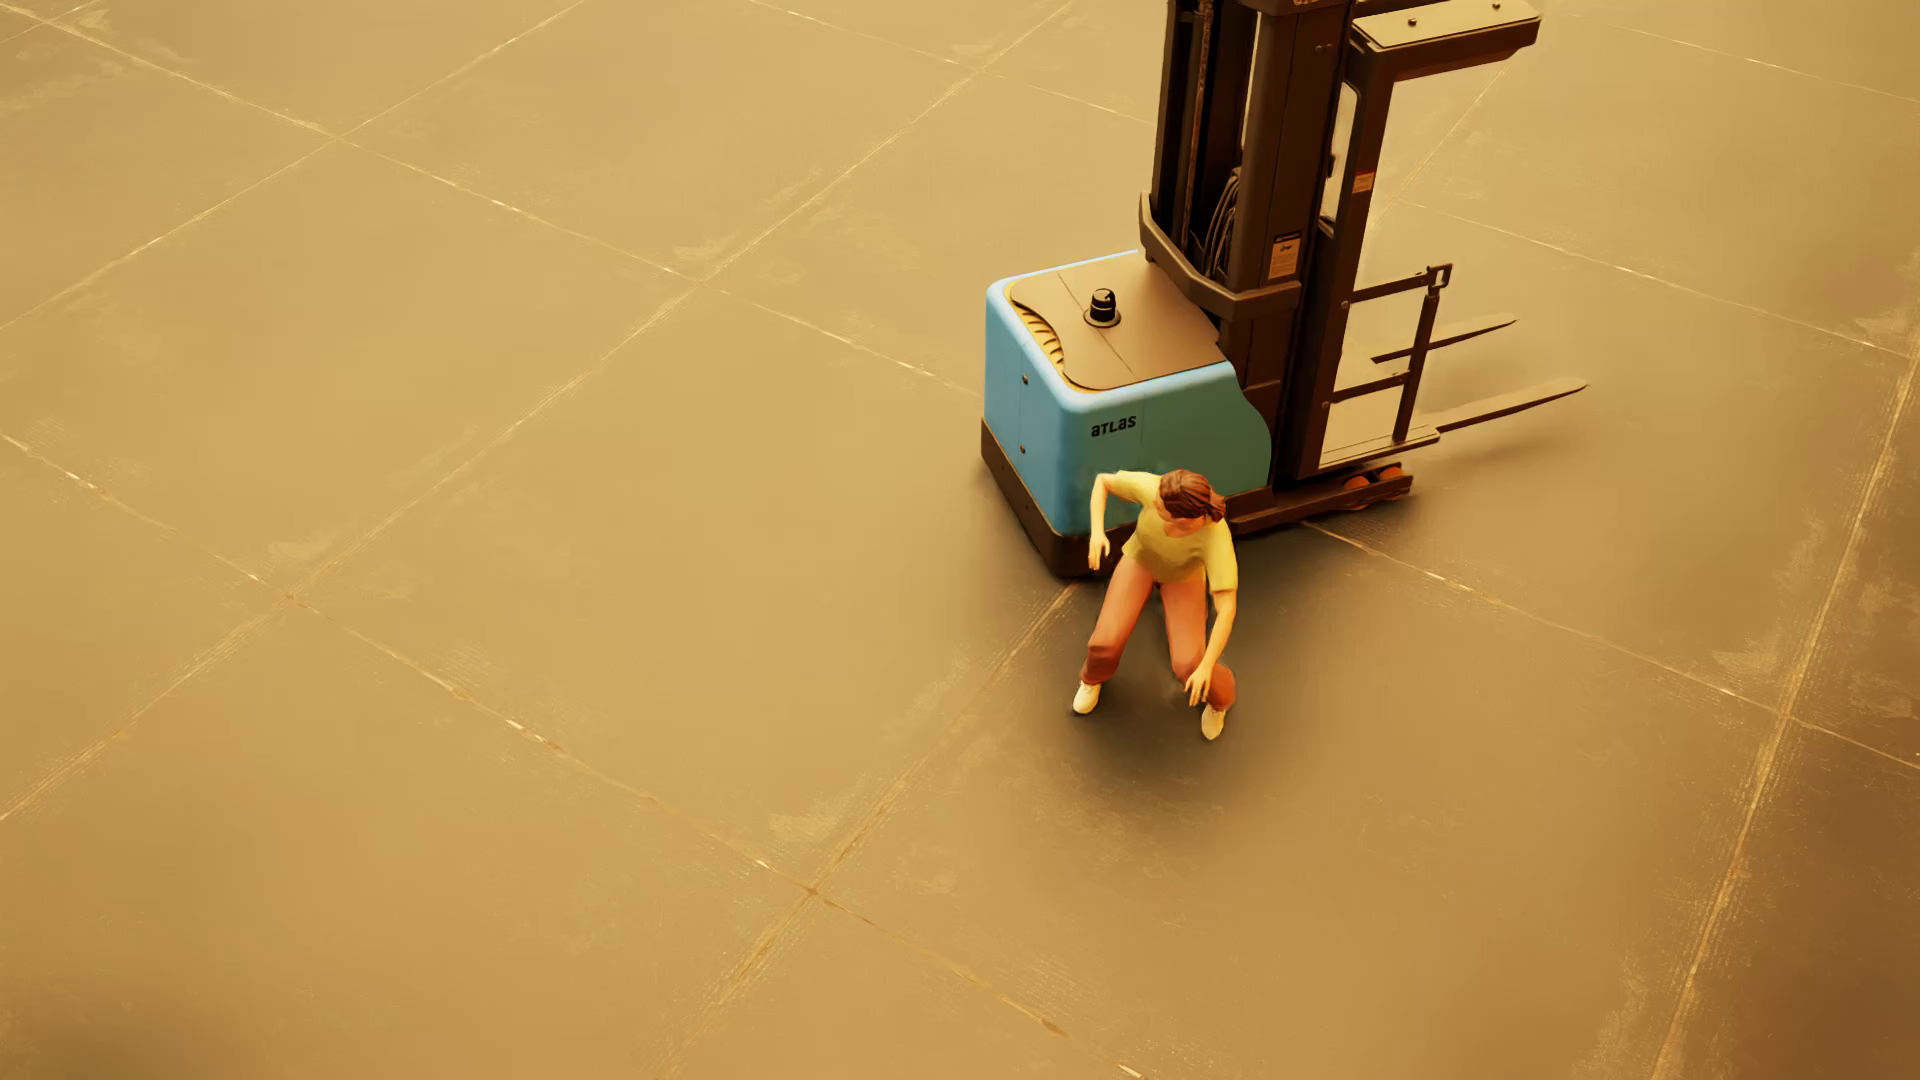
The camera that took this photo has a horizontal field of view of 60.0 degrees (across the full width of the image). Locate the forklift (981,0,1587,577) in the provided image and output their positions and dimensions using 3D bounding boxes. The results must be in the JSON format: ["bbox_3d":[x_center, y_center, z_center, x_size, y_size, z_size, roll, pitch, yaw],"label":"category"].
[{"bbox_3d":[1.675,-1.533,7.466,3.031,2.935,1.130,-15,45,-15],"label":"forklift"}]

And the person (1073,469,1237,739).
[{"bbox_3d":[0.785,0.265,6.697,0.722,1.417,0.796,18,46,18],"label":"person"}]
